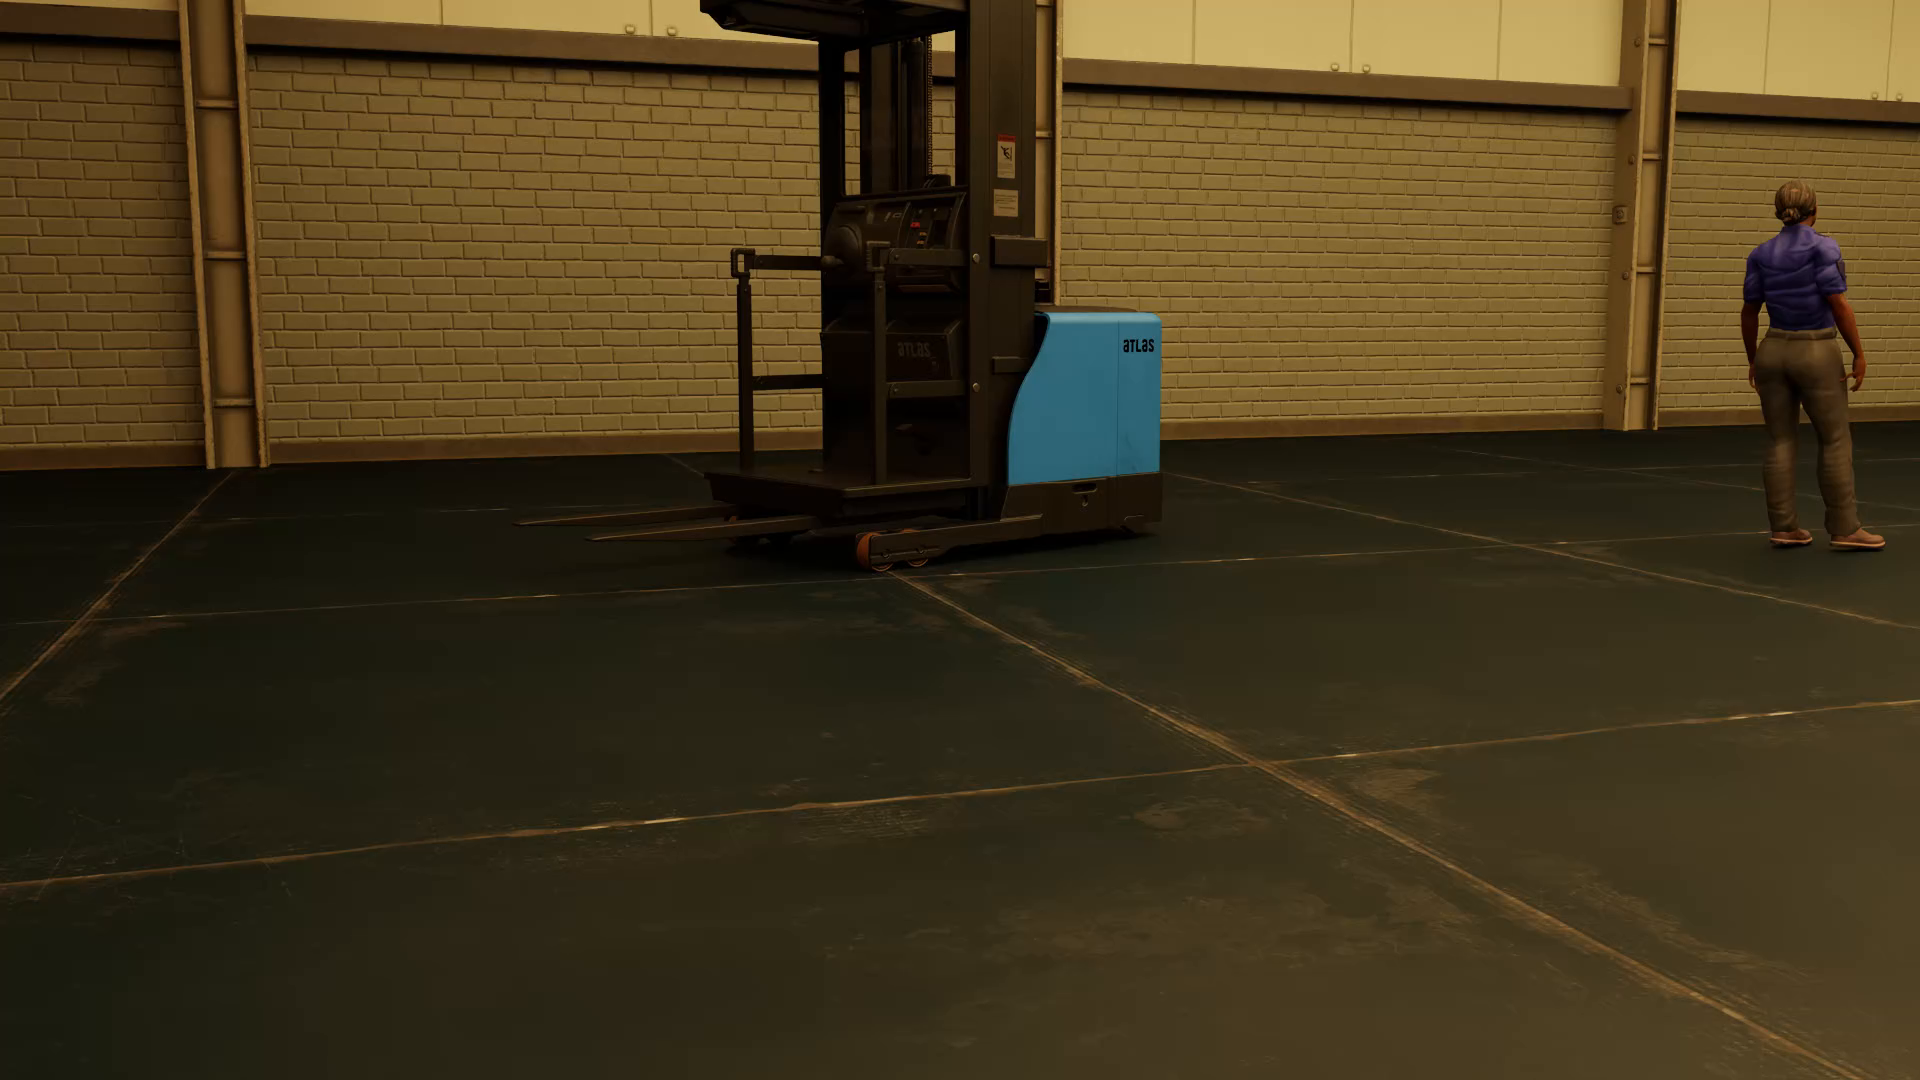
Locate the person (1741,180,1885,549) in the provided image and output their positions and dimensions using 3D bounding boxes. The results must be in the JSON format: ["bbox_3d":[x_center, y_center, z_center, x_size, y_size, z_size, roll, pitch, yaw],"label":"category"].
[{"bbox_3d":[3.889,-0.796,7.587,0.504,1.655,0.570,-5,9,-32],"label":"person"}]

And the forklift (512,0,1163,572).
[{"bbox_3d":[-0.461,-1.399,7.333,3.031,2.935,1.130,-7,10,-40],"label":"forklift"}]
